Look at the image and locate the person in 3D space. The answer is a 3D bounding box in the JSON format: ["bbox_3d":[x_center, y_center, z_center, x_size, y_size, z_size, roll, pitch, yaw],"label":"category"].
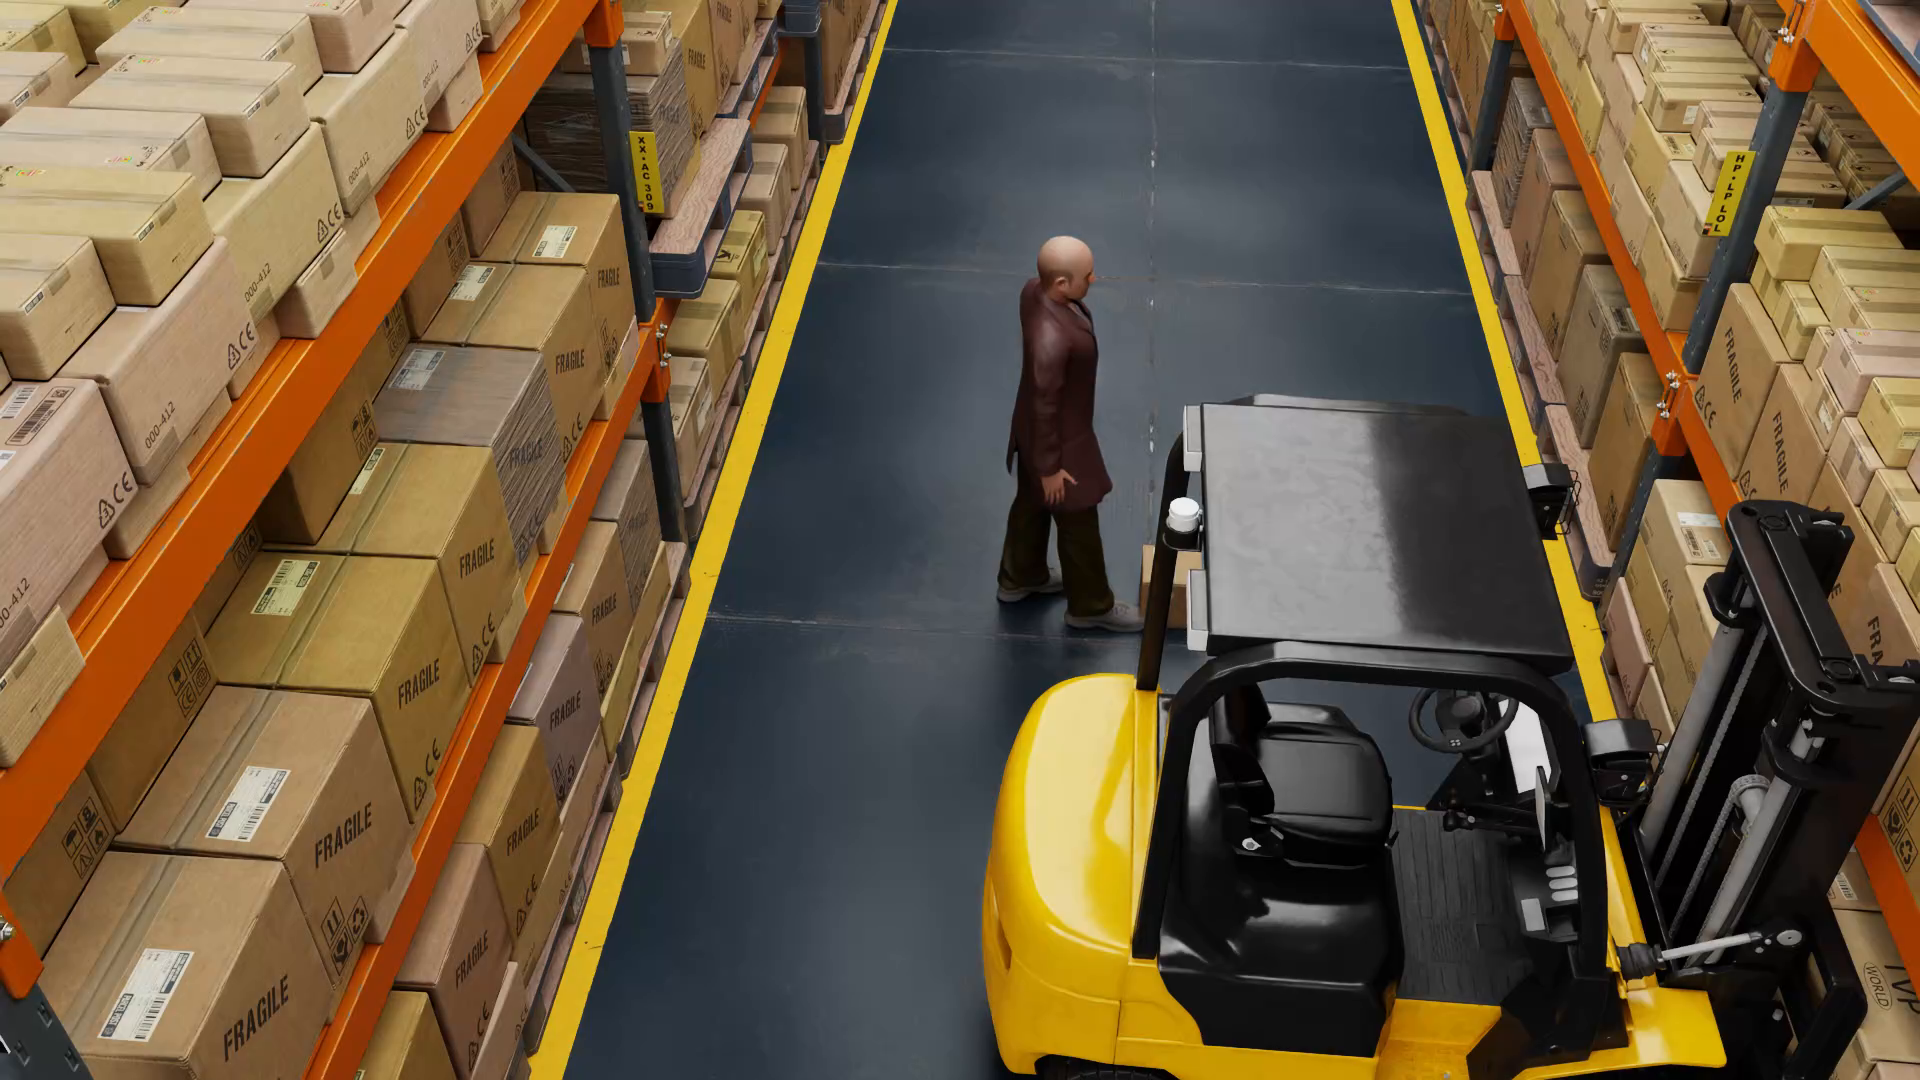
[{"bbox_3d":[0.481,-0.442,6.684,0.639,1.774,0.632,-4,40,-5],"label":"person"}]
